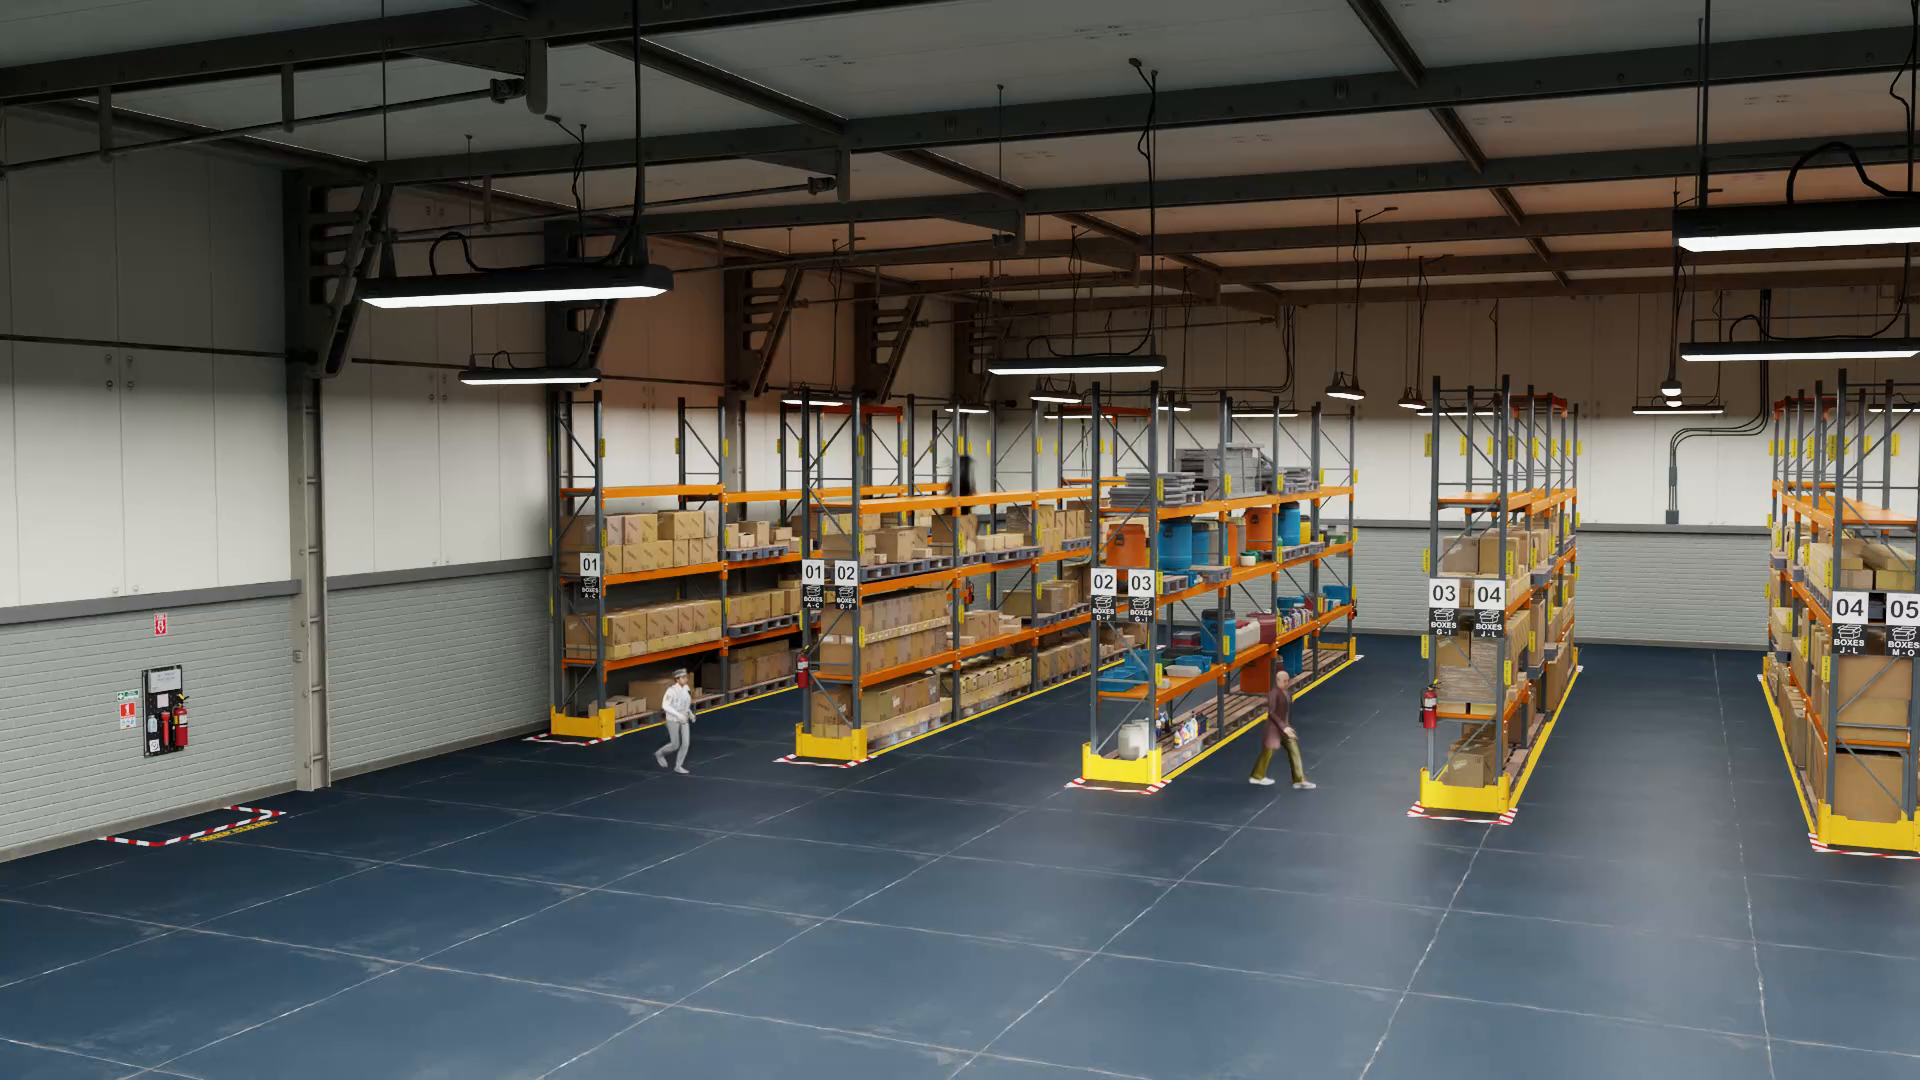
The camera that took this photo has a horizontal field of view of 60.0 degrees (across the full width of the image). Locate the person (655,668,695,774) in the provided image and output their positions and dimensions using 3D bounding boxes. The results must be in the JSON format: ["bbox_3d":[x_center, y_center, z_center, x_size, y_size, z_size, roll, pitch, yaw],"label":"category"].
[{"bbox_3d":[-4.404,2.777,25.674,0.718,1.642,0.609,3,4,40],"label":"person"}]

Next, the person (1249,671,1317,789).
[{"bbox_3d":[4.680,2.760,24.199,0.631,1.723,1.048,-2,4,-38],"label":"person"}]

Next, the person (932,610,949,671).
[{"bbox_3d":[-0.628,2.060,37.219,0.649,1.813,0.827,1,3,20],"label":"person"}]
